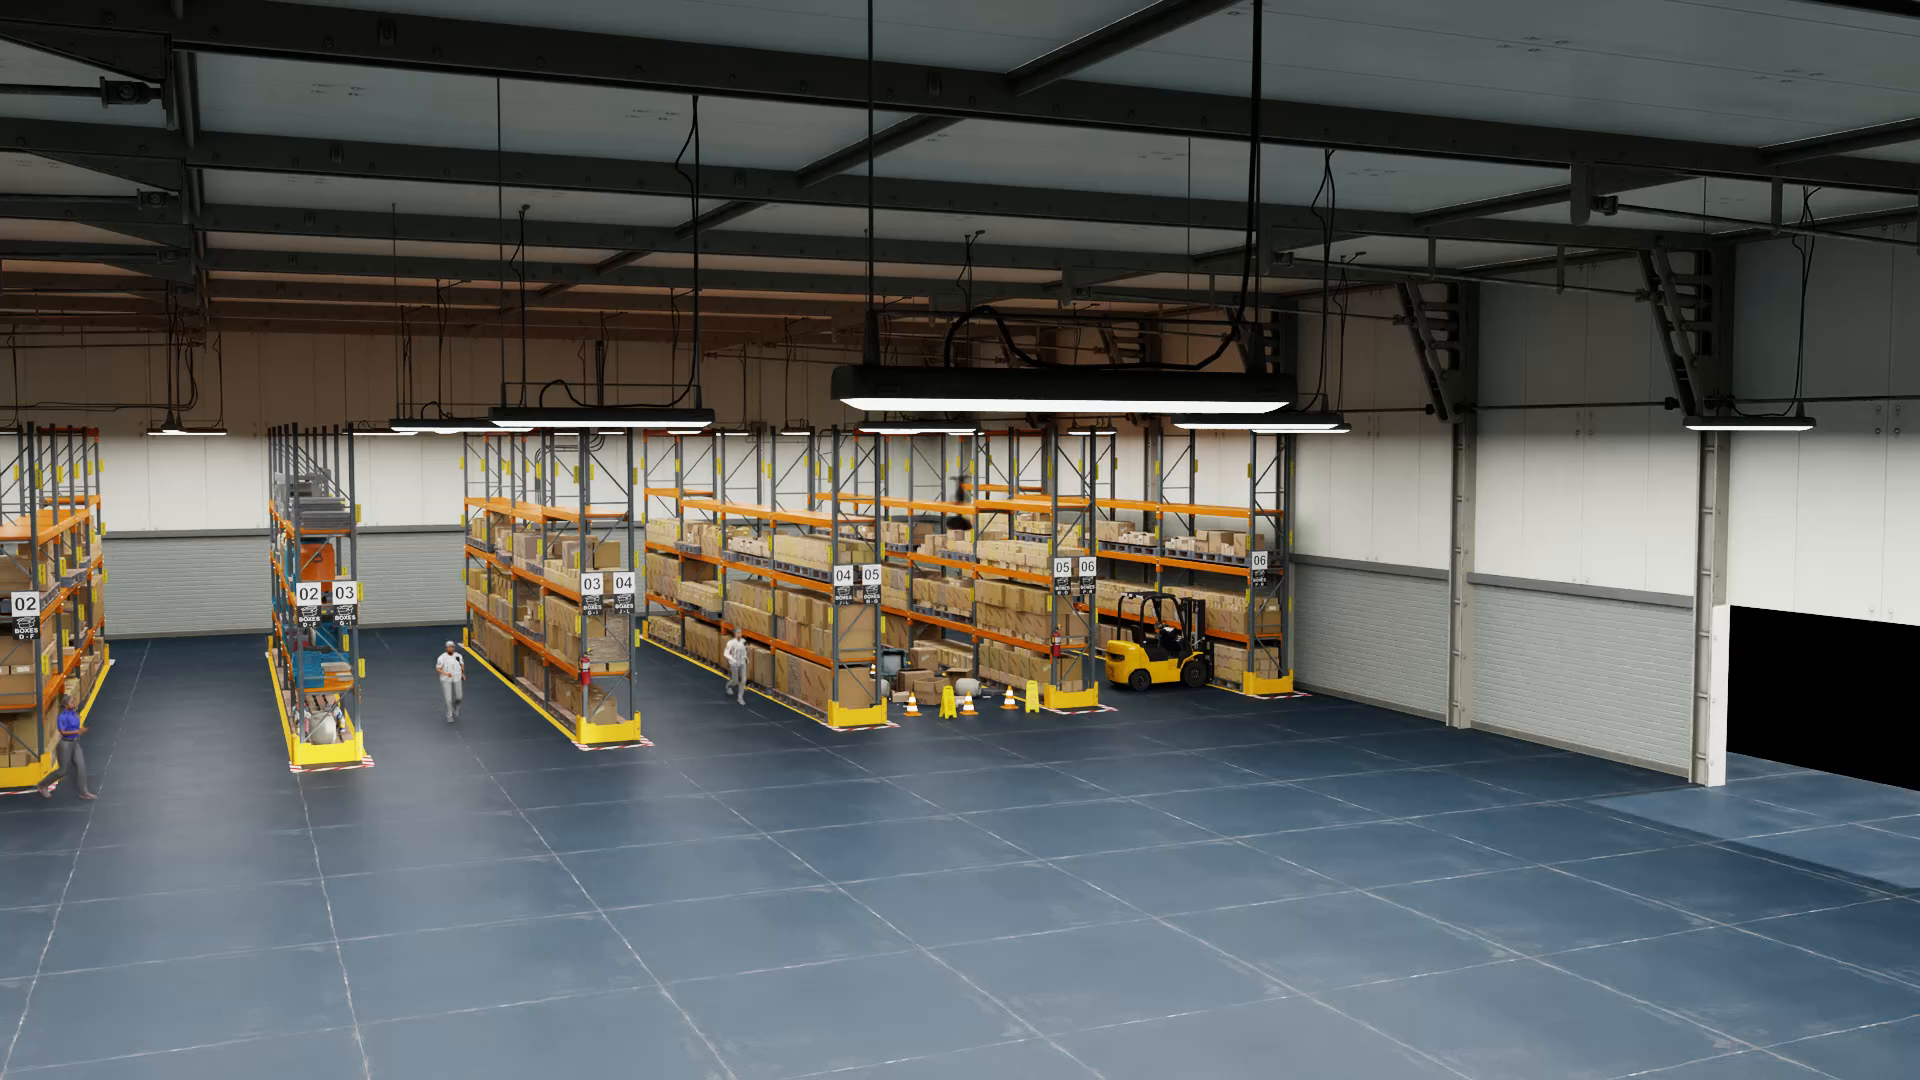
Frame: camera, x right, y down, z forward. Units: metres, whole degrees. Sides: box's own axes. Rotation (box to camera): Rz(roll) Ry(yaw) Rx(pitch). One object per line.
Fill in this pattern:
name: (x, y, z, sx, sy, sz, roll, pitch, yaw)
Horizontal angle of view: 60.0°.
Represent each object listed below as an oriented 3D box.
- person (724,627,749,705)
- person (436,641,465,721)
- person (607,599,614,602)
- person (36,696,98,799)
person: (-4.830, 2.710, 36.078, 0.627, 1.692, 0.762, -2, 4, -32)
person: (-10.268, 2.865, 33.624, 0.599, 1.616, 0.532, -2, 4, -29)
person: (-10.008, 1.976, 47.391, 0.650, 1.828, 0.713, 0, 3, -4)
person: (-14.067, 3.274, 26.216, 0.841, 1.651, 0.587, 0, 3, -3)
